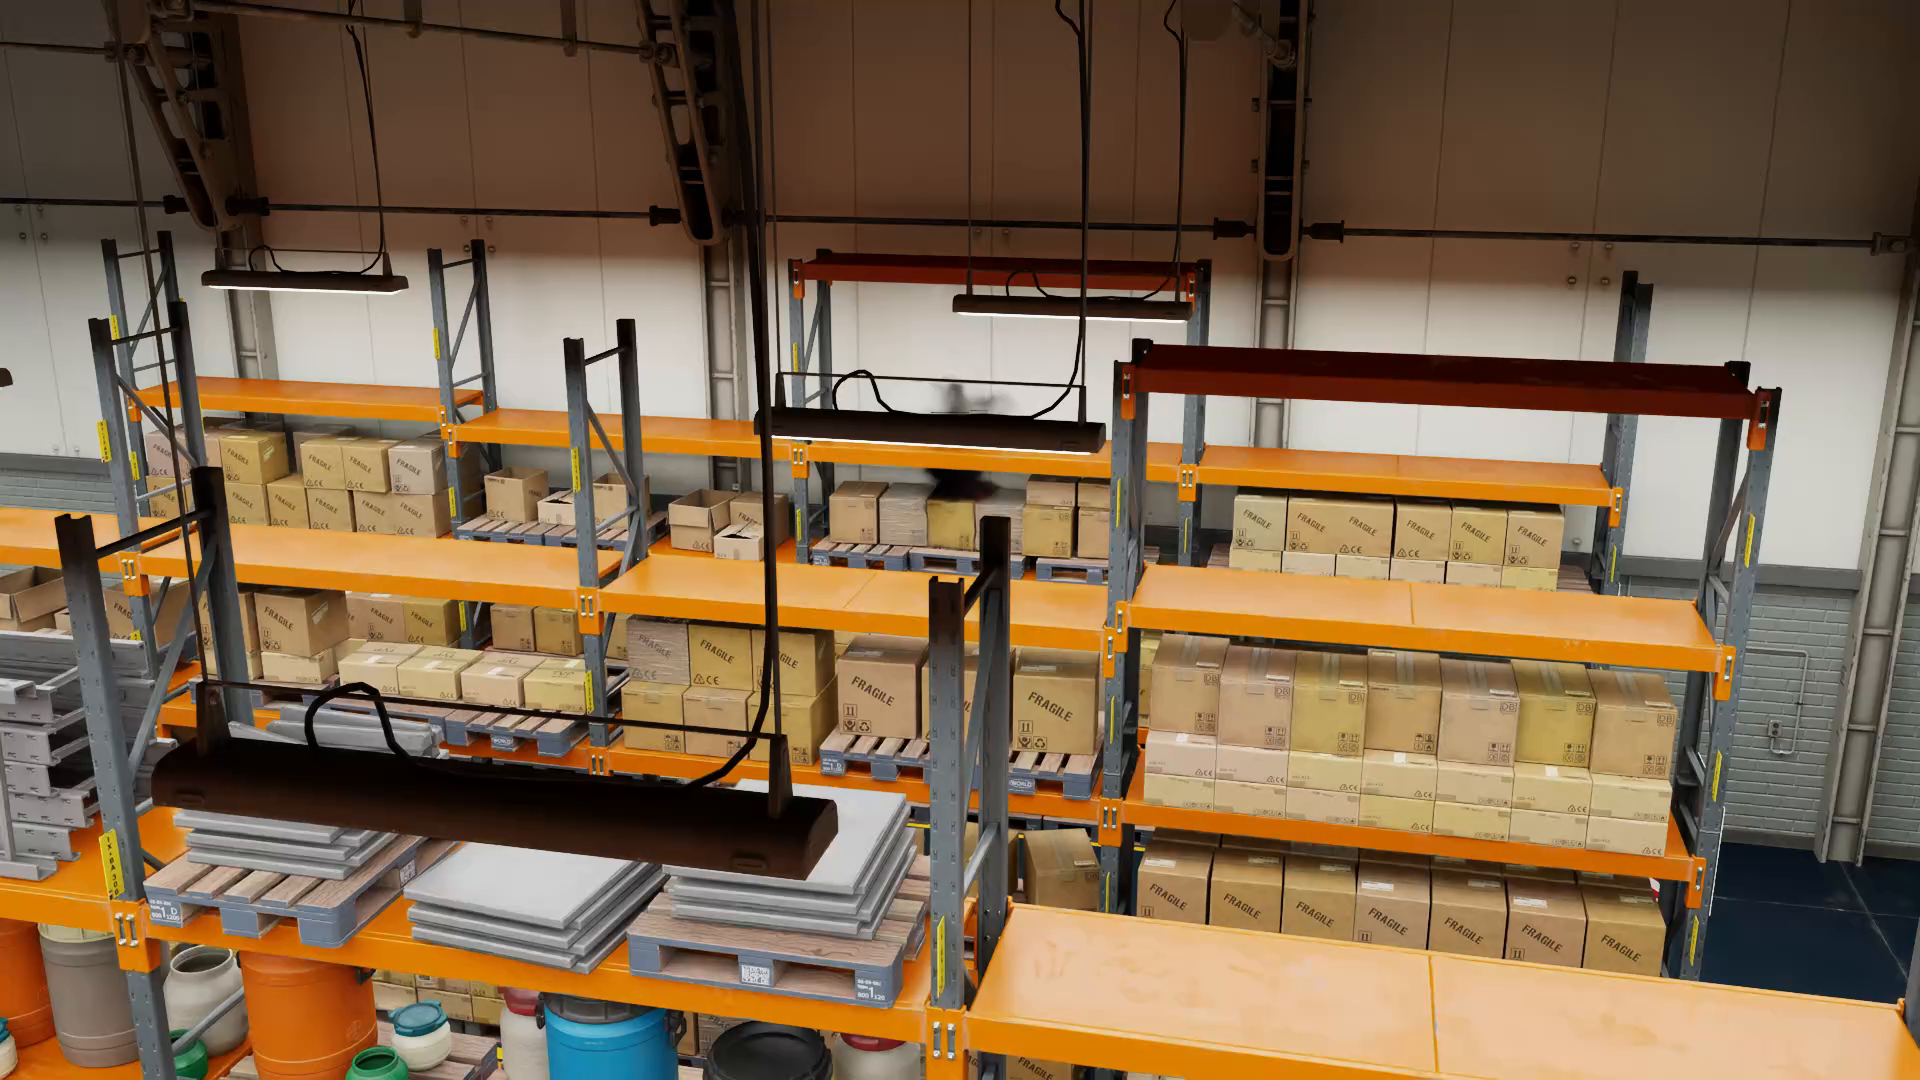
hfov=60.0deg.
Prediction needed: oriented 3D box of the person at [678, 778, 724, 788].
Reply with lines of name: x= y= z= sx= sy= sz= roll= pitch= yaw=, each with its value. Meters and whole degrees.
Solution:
person: x=-2.517 y=2.724 z=15.951 sx=0.794 sy=1.751 sz=0.664 roll=4 pitch=17 yaw=13
